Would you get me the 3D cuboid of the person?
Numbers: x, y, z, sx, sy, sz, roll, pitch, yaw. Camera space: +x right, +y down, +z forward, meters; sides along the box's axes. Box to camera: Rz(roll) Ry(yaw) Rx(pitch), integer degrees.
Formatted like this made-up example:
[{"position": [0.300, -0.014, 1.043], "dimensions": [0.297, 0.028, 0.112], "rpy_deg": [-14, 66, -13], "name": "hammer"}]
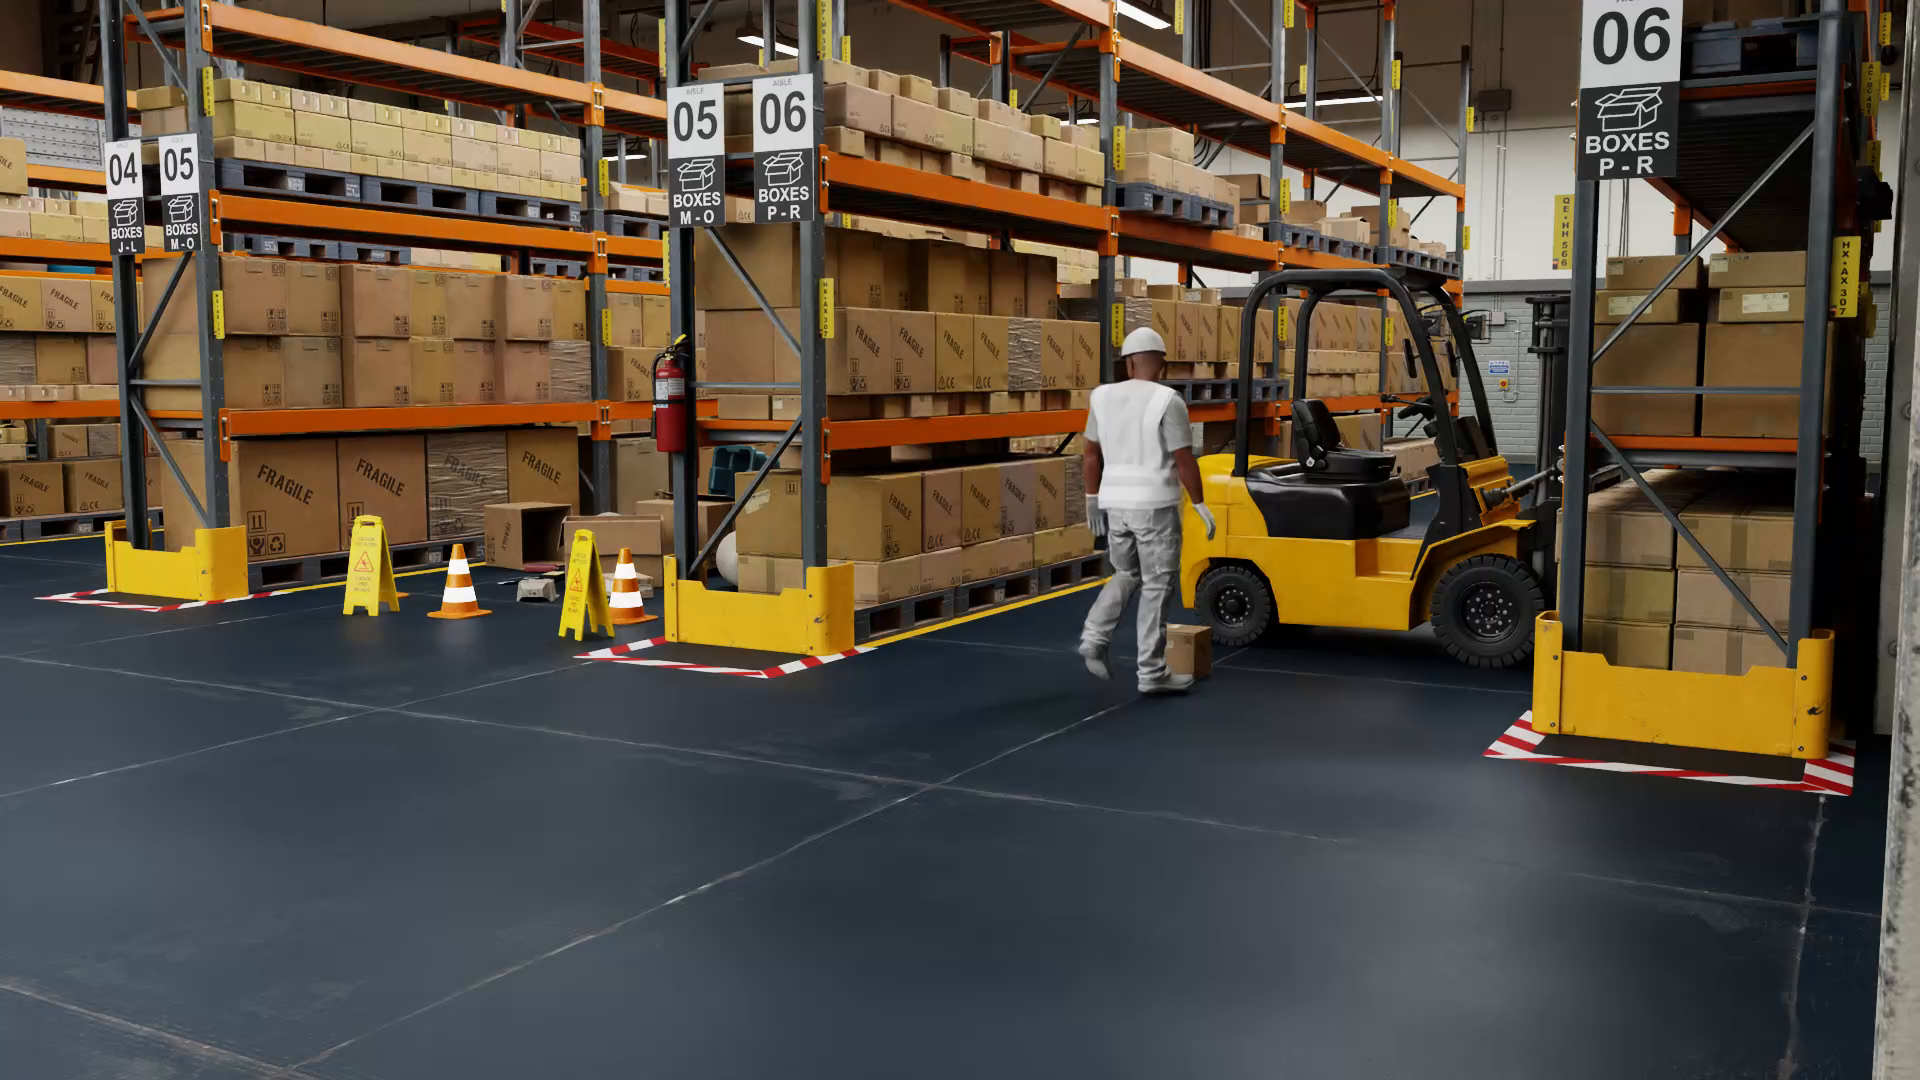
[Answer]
[{"position": [0.895, -0.149, 8.158], "dimensions": [0.496, 1.779, 0.622], "rpy_deg": [-5, 8, -43], "name": "person"}]
